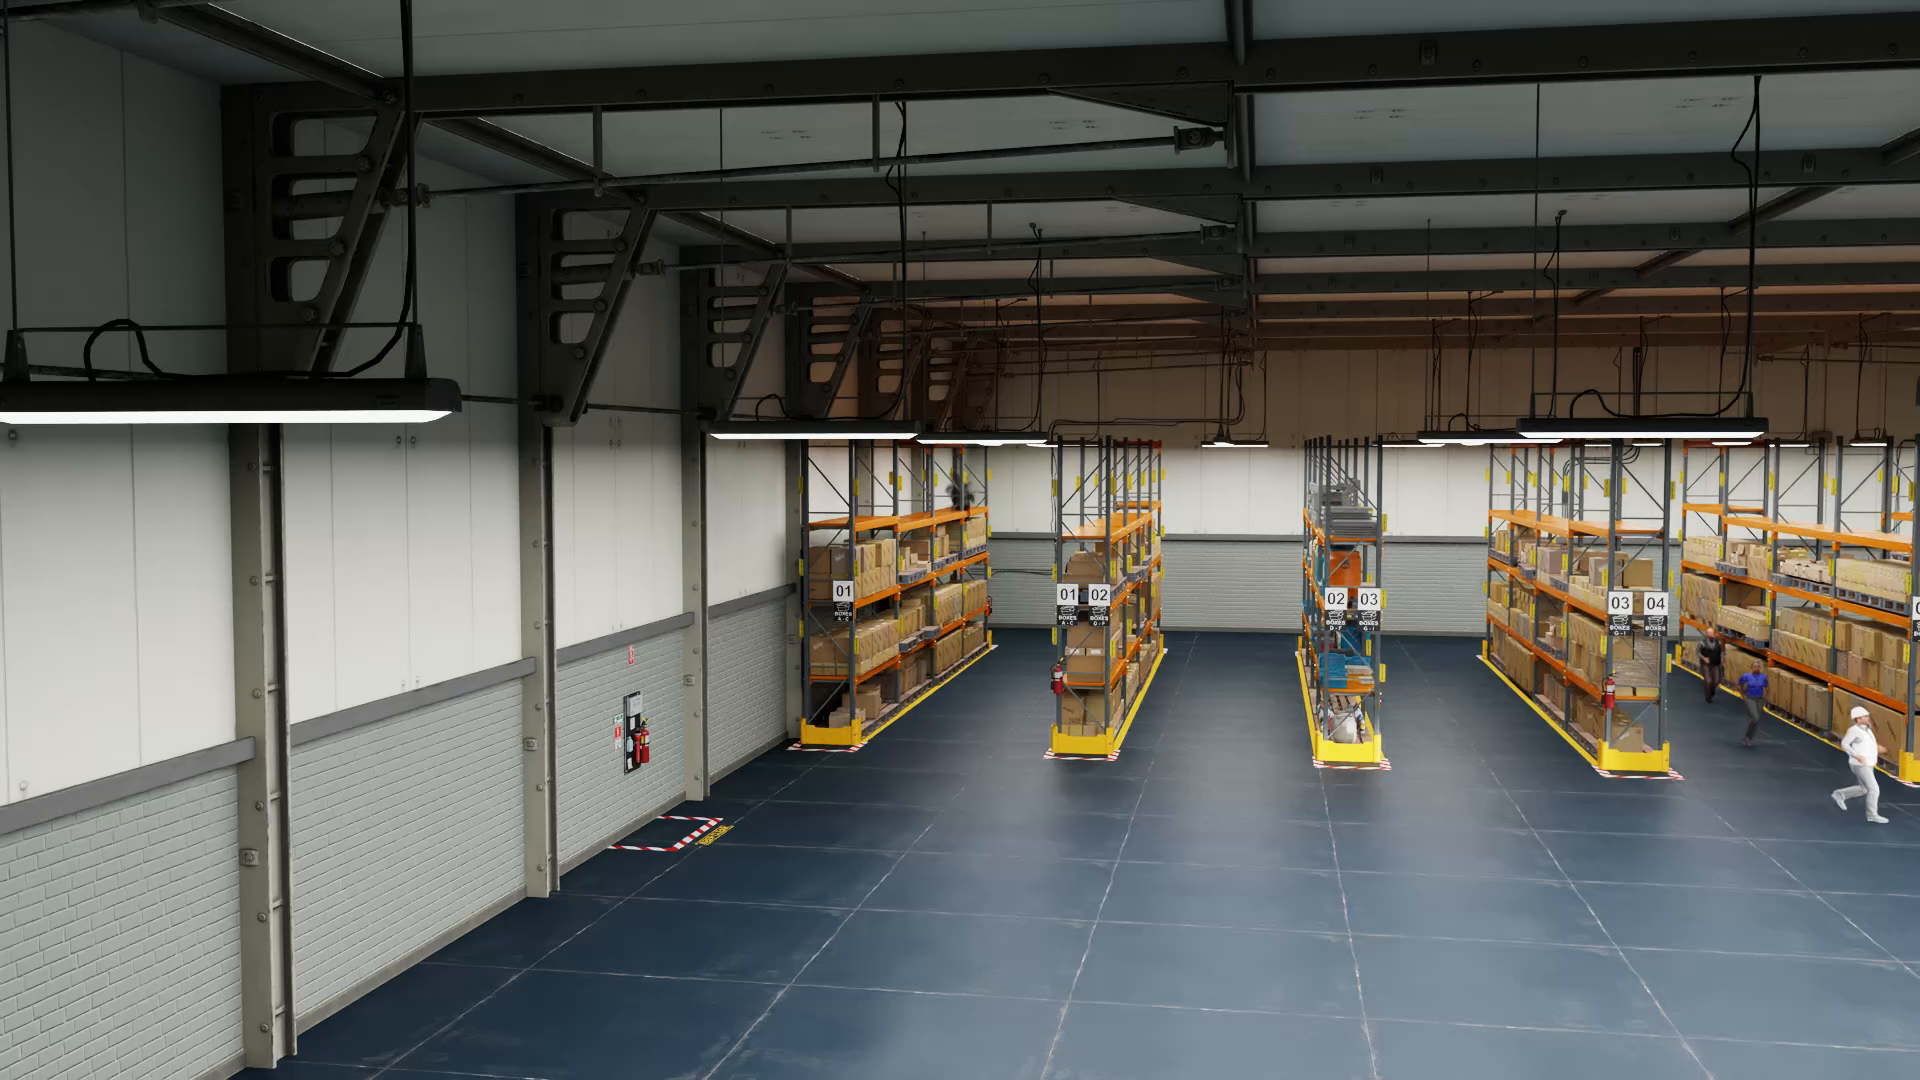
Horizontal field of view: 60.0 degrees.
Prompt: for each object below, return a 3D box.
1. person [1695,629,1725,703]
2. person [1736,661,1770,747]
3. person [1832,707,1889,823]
[{"bbox_3d":[17.035,2.851,37.744,0.660,1.679,0.580,0,3,9],"label":"person"},{"bbox_3d":[15.366,3.177,32.131,0.548,1.684,0.693,0,3,-2],"label":"person"},{"bbox_3d":[13.925,3.456,25.713,0.670,1.745,0.869,-3,4,-43],"label":"person"}]
